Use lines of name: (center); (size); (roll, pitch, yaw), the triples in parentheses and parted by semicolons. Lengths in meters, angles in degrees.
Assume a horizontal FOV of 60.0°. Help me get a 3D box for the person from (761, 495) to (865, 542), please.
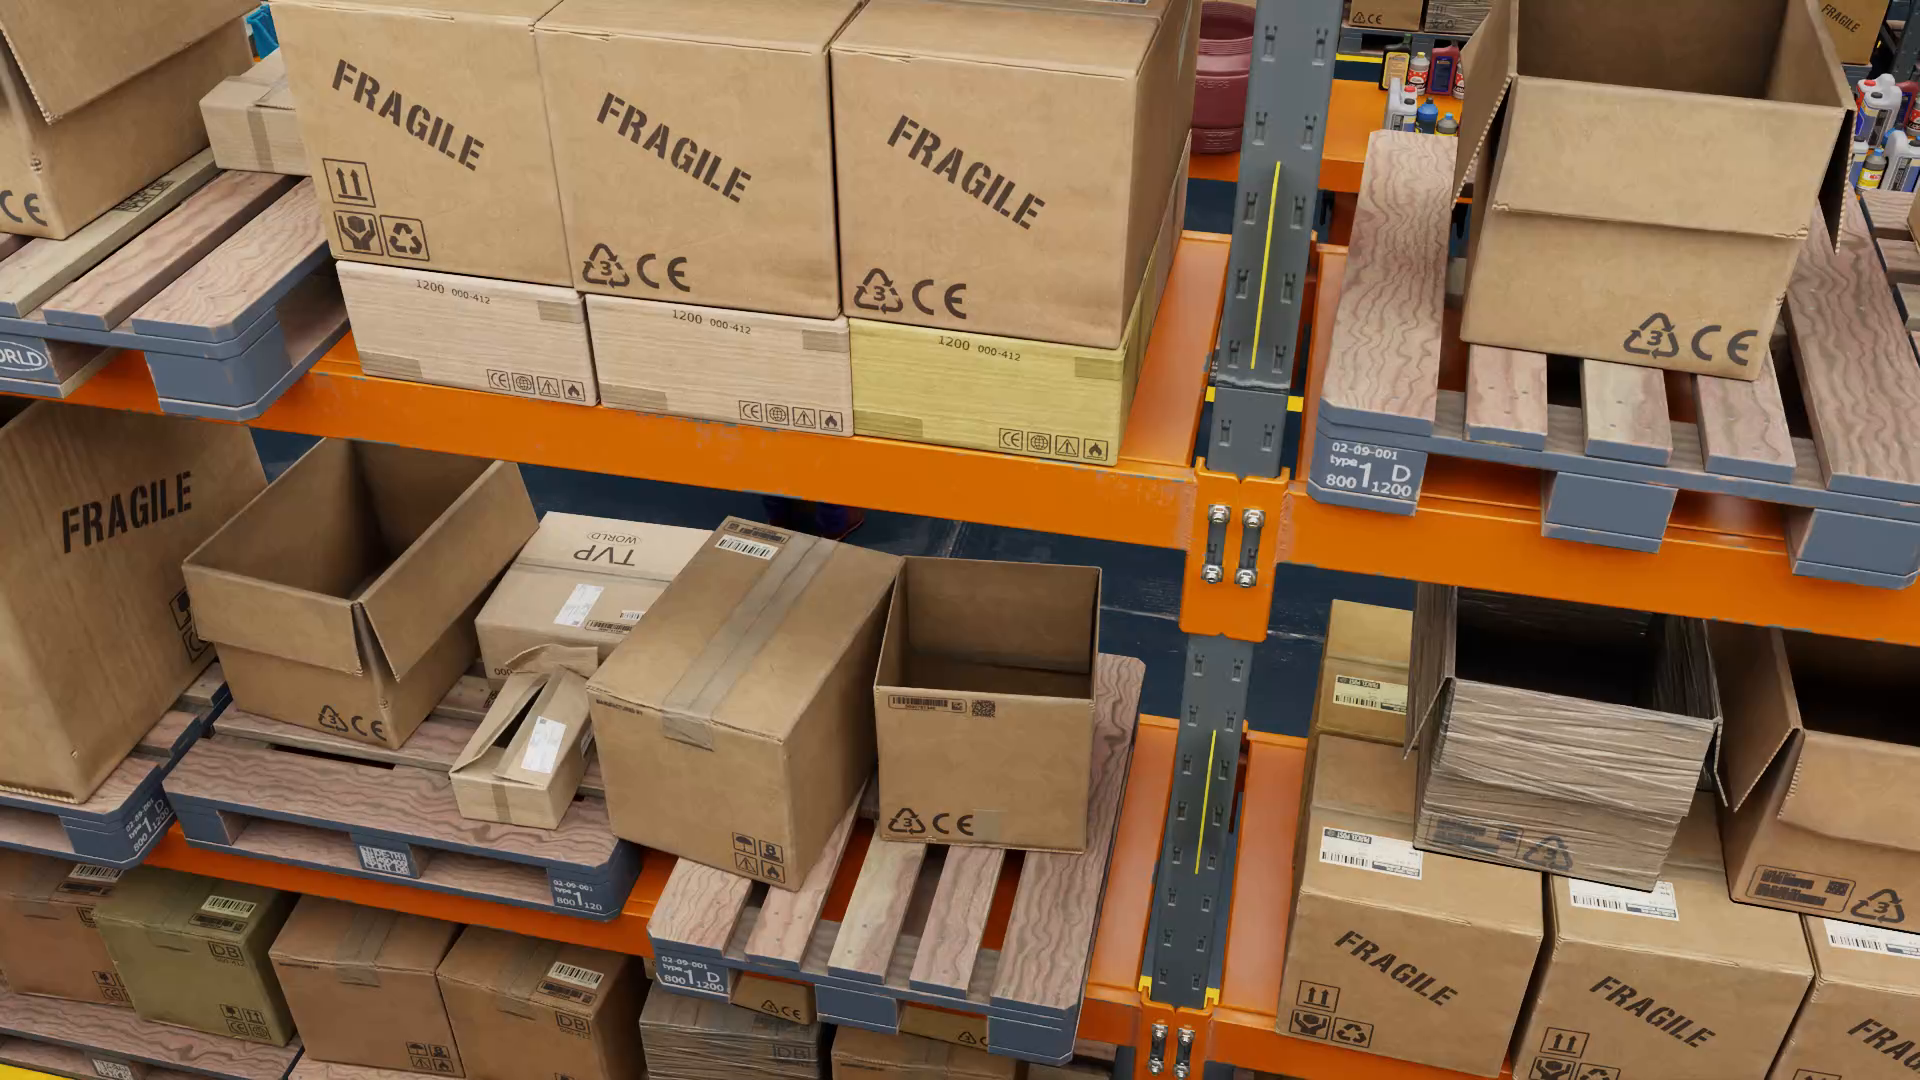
person: (-0.727, -0.735, 7.138); (0.563, 1.653, 0.418); (6, 37, 8)
